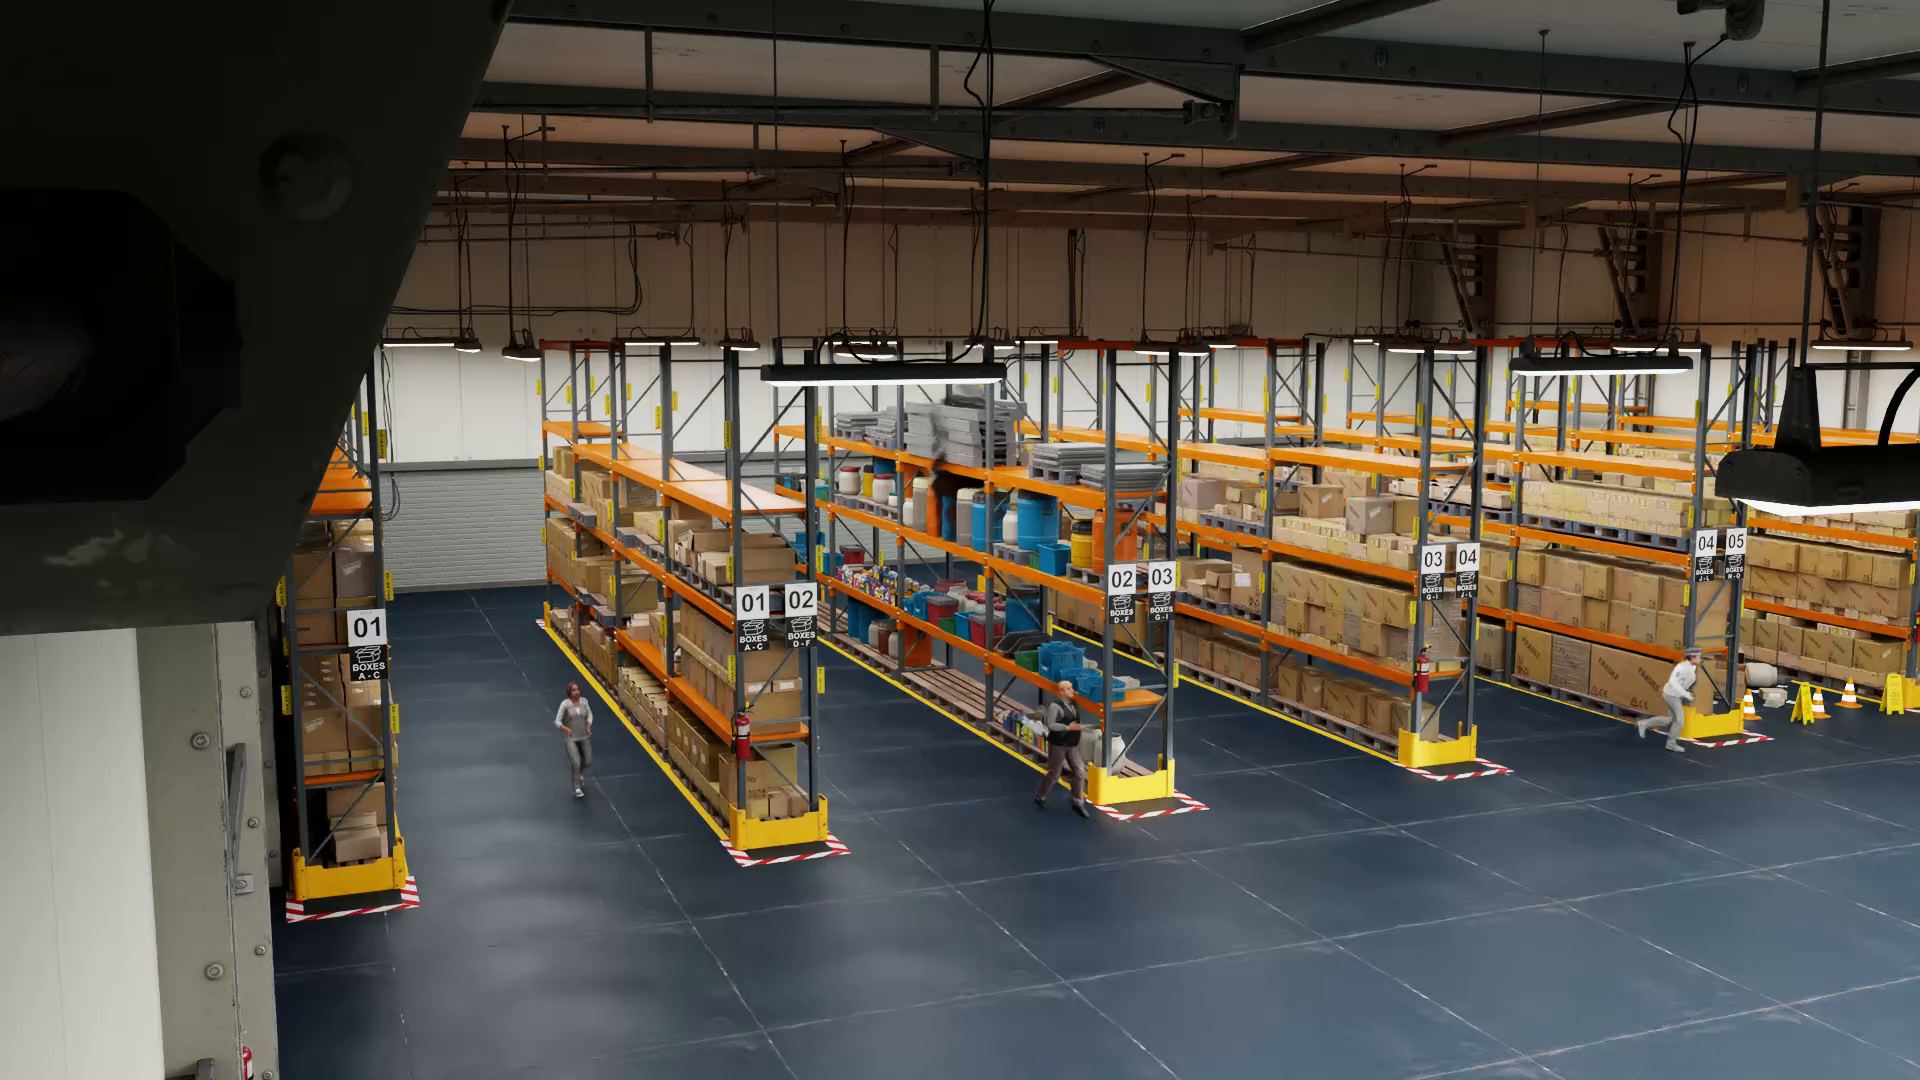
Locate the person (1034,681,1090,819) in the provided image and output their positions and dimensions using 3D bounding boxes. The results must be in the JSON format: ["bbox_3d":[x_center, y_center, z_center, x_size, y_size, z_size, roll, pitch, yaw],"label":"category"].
[{"bbox_3d":[1.335,2.692,21.460,0.746,1.781,0.657,7,10,43],"label":"person"}]

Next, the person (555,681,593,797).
[{"bbox_3d":[-5.156,2.713,22.330,0.527,1.460,0.559,-4,9,-30],"label":"person"}]

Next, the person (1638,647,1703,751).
[{"bbox_3d":[10.619,2.346,24.870,0.857,1.579,0.608,6,10,40],"label":"person"}]

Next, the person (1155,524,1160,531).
[{"bbox_3d":[4.460,0.458,38.729,0.694,1.720,0.605,-2,8,-17],"label":"person"}]
